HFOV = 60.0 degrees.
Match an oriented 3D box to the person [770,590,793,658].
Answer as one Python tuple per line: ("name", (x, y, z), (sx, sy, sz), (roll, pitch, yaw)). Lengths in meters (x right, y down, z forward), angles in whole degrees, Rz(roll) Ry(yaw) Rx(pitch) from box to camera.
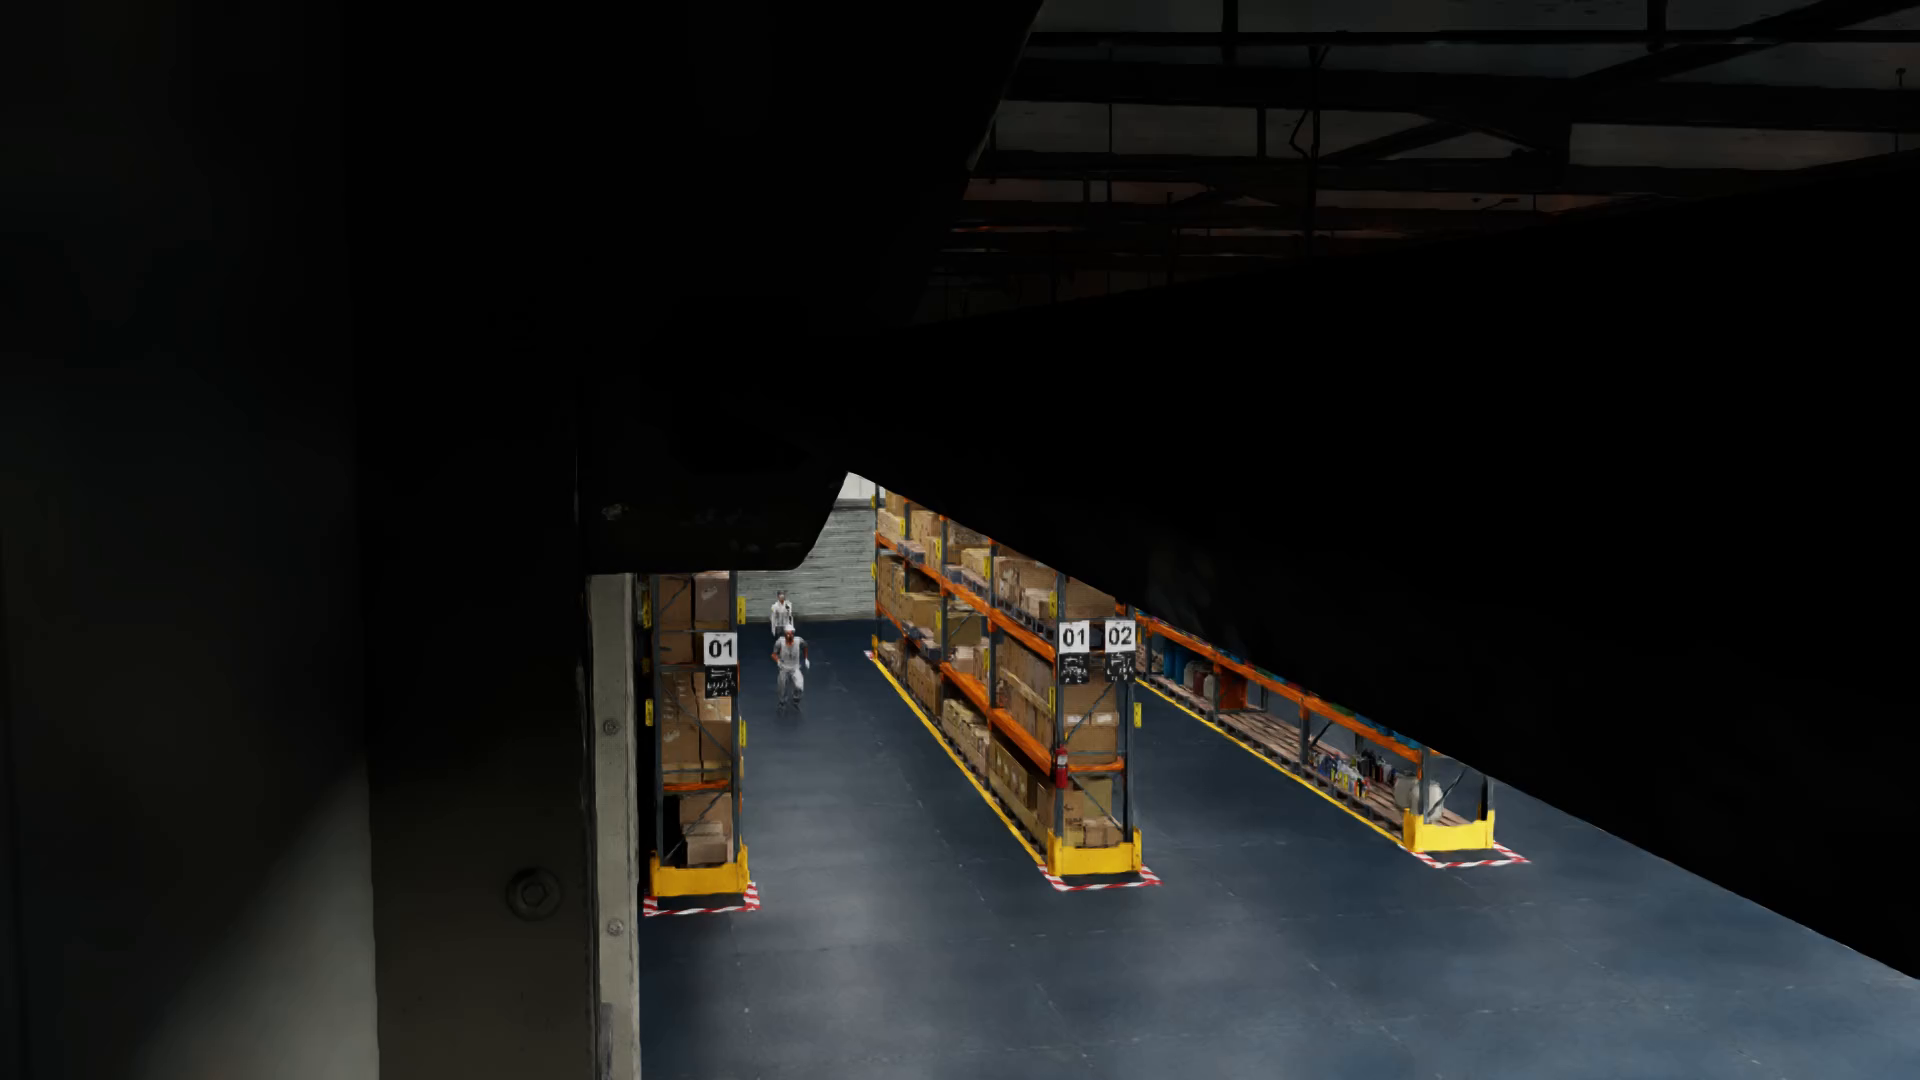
("person", (-3.847, 1.845, 35.829), (0.482, 1.589, 1.086), (-1, 6, -8))

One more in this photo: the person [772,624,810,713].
("person", (-3.099, 2.363, 30.477), (0.688, 1.712, 0.782), (-1, 6, -6))
